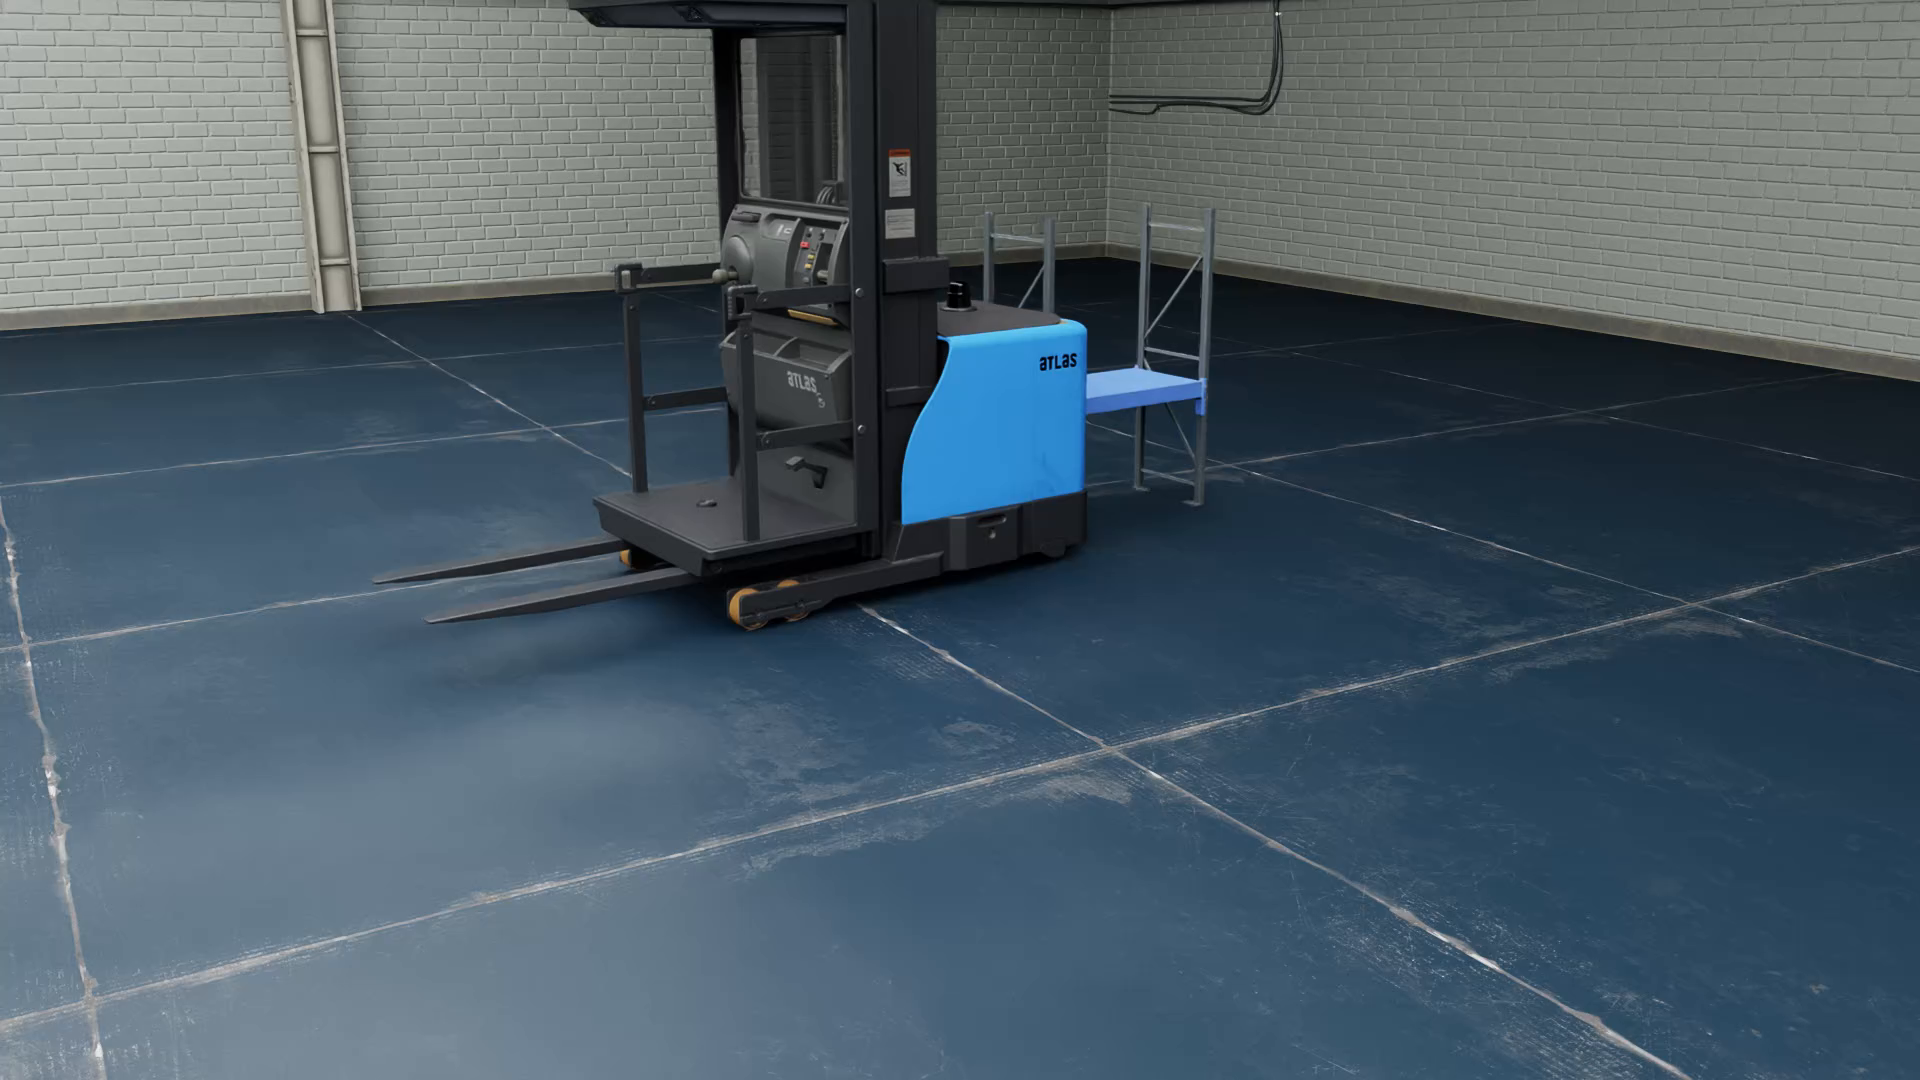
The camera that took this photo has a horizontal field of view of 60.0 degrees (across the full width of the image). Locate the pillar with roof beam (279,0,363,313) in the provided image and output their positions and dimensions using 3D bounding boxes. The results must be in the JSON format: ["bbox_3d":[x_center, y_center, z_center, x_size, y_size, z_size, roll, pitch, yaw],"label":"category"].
[{"bbox_3d":[-3.637,-5.501,10.863,0.400,9.000,9.100,-9,18,-30],"label":"pillar with roof beam"}]

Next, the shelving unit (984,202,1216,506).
[{"bbox_3d":[0.683,-0.871,8.238,1.048,1.500,0.538,-11,19,-35],"label":"shelving unit"}]

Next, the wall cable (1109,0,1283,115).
[{"bbox_3d":[2.496,-5.940,18.180,0.112,2.526,3.097,-9,18,-30],"label":"wall cable"}]

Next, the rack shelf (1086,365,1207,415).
[{"bbox_3d":[0.683,-0.698,8.286,1.000,0.185,0.538,-11,19,-35],"label":"rack shelf"}]

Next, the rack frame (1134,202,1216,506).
[{"bbox_3d":[1.092,-0.952,8.528,0.032,1.500,0.500,-11,19,-35],"label":"rack frame"}]

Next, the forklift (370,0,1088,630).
[{"bbox_3d":[-0.905,-1.213,6.808,3.031,2.935,1.130,-11,19,-35],"label":"forklift"}]

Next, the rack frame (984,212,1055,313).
[{"bbox_3d":[0.274,-0.789,7.947,0.032,1.500,0.500,-11,19,-35],"label":"rack frame"}]
